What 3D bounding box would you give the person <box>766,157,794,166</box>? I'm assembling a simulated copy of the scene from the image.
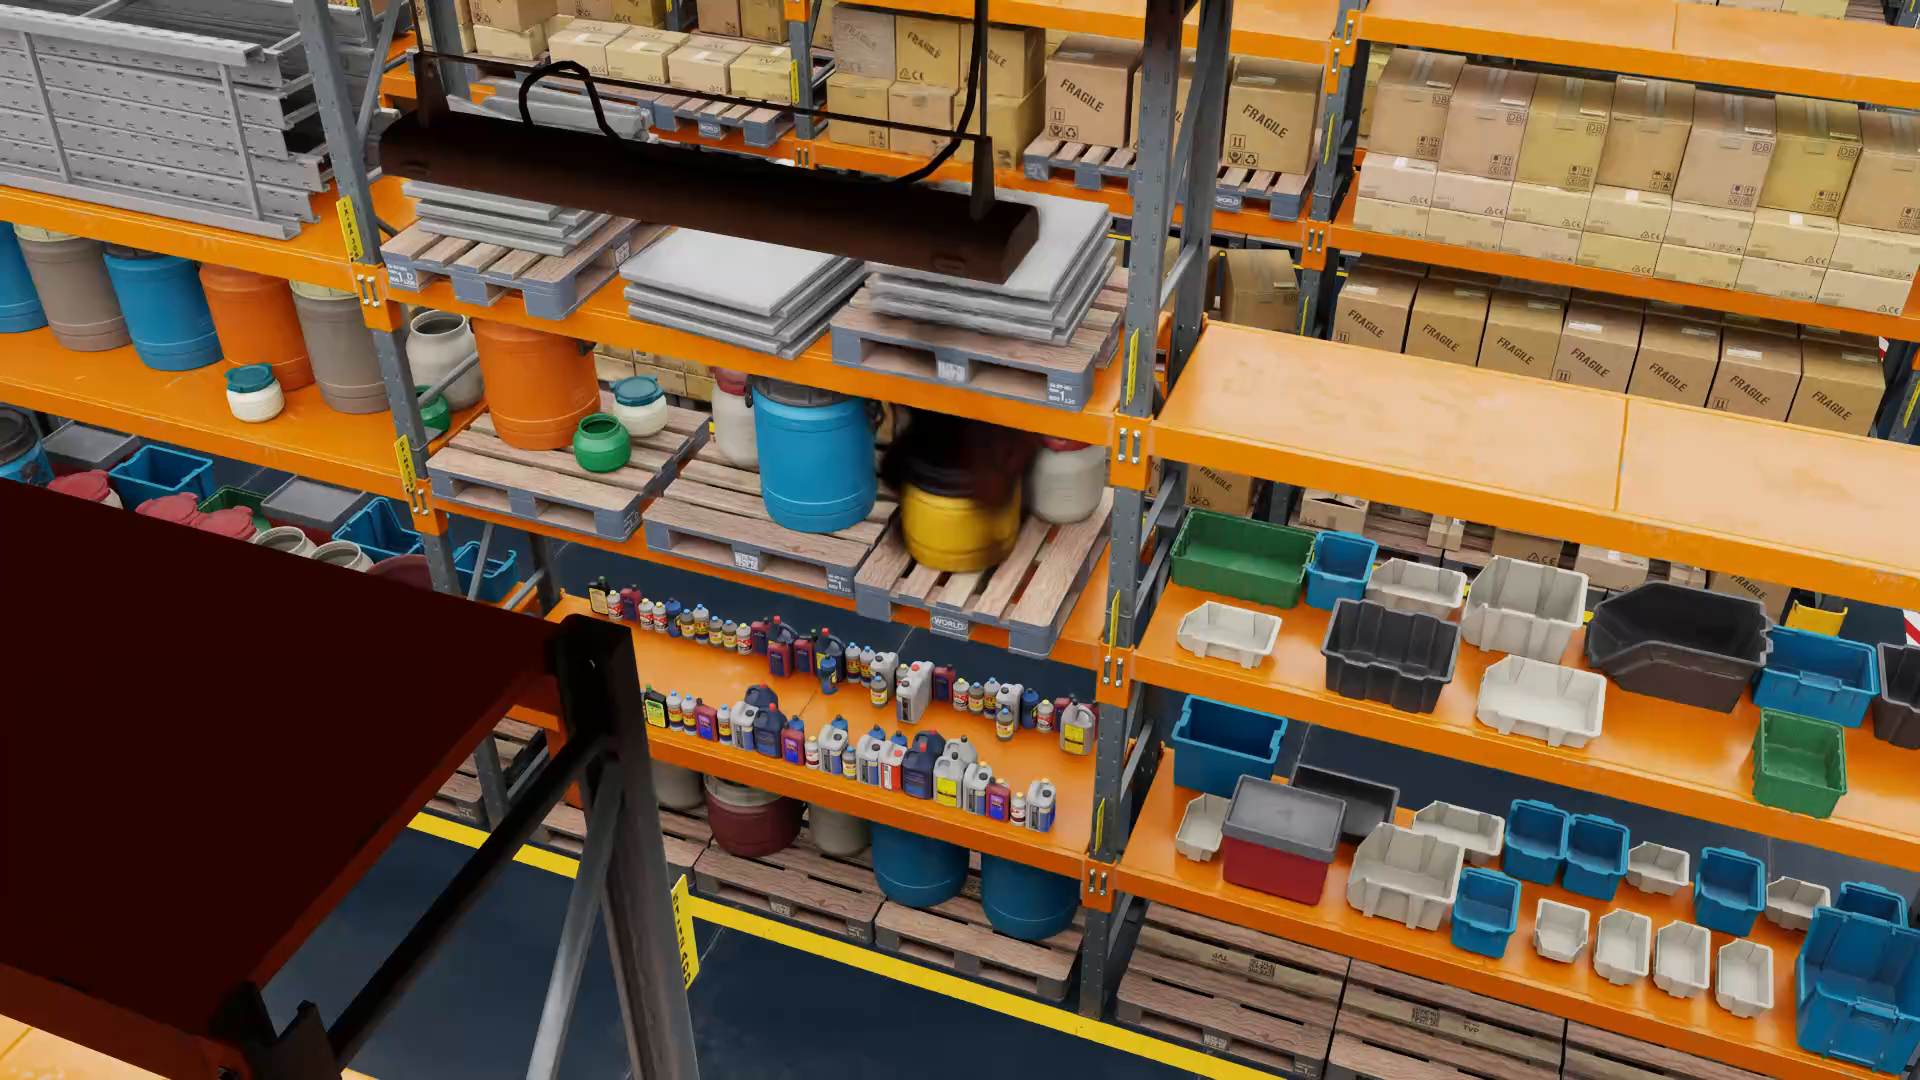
[{"bbox_3d":[-1.663,-3.265,16.391,0.682,1.730,0.693,8,37,10],"label":"person"}]
